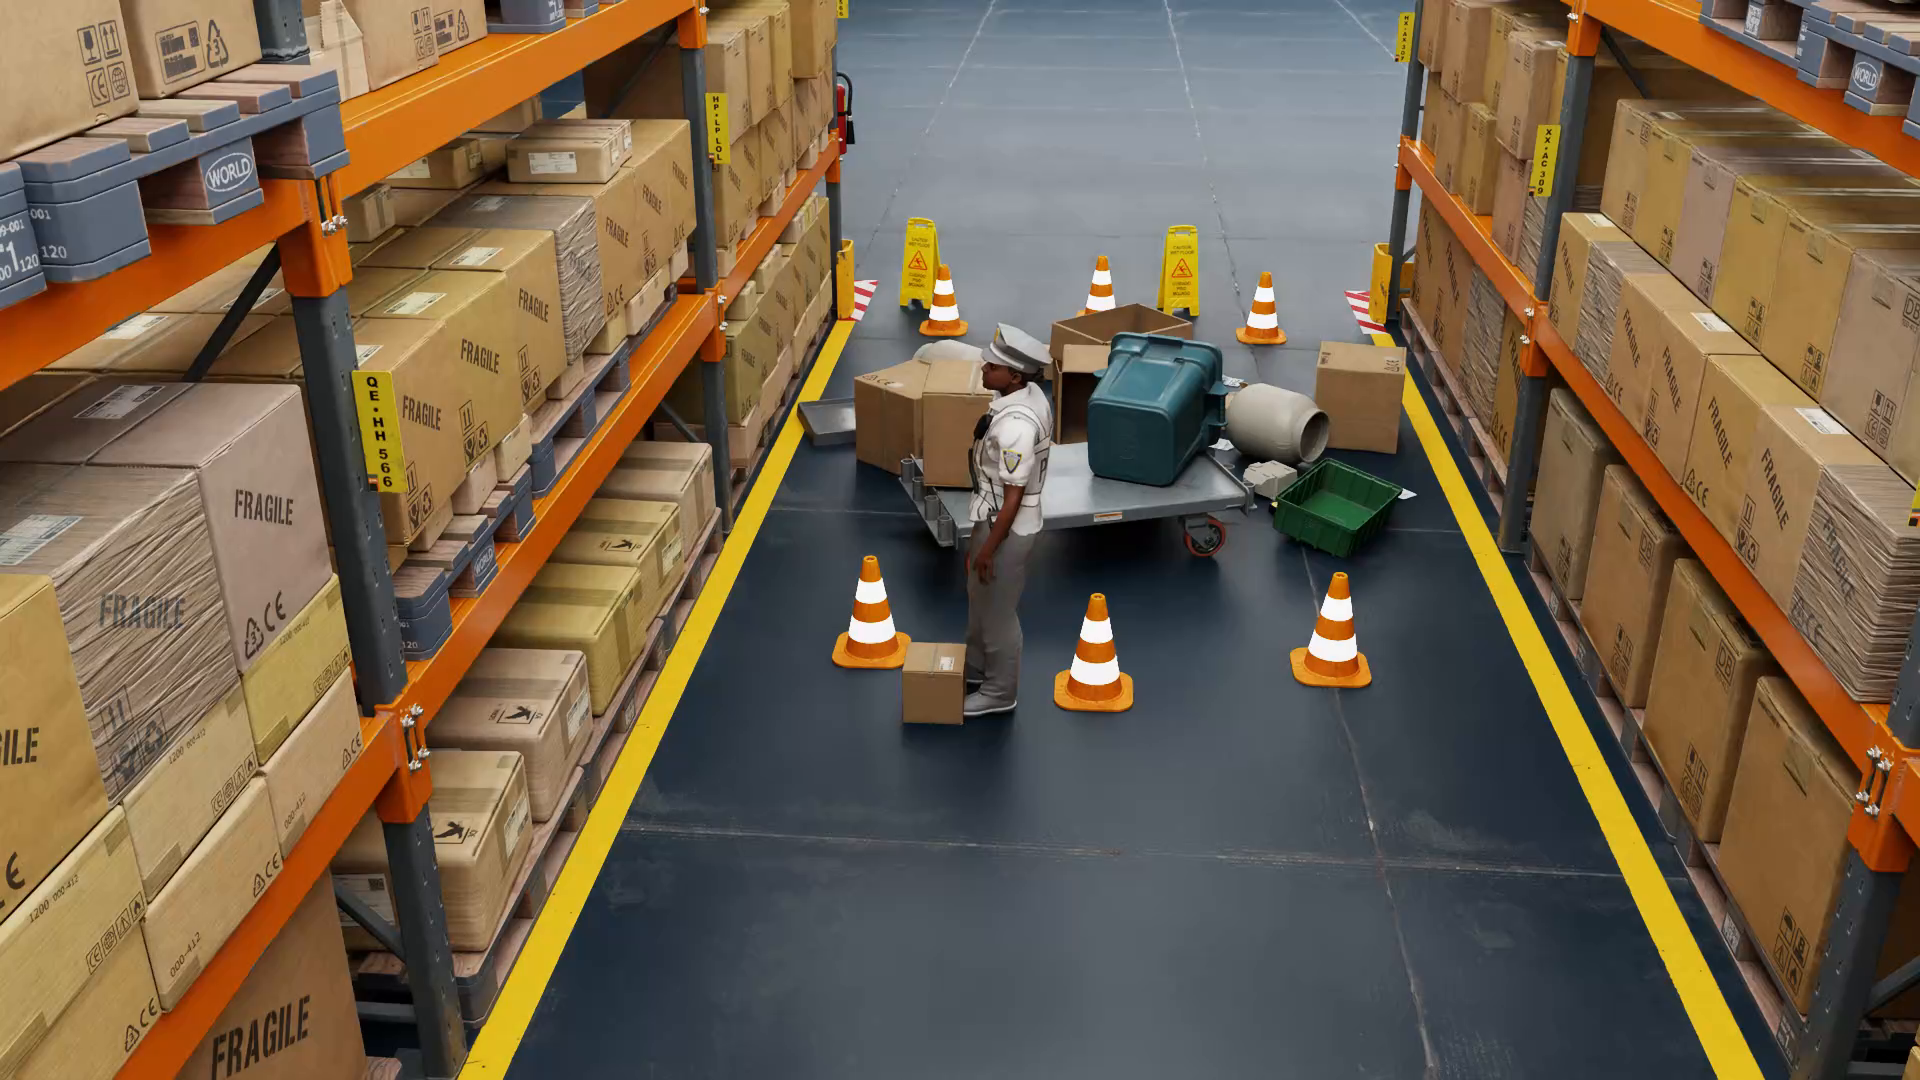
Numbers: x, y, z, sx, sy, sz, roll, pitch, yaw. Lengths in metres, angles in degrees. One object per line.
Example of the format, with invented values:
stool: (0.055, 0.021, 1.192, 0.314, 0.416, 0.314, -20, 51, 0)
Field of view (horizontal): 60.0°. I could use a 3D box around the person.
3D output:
person: (0.101, -0.070, 6.697, 0.530, 1.695, 0.570, 2, 25, 4)
